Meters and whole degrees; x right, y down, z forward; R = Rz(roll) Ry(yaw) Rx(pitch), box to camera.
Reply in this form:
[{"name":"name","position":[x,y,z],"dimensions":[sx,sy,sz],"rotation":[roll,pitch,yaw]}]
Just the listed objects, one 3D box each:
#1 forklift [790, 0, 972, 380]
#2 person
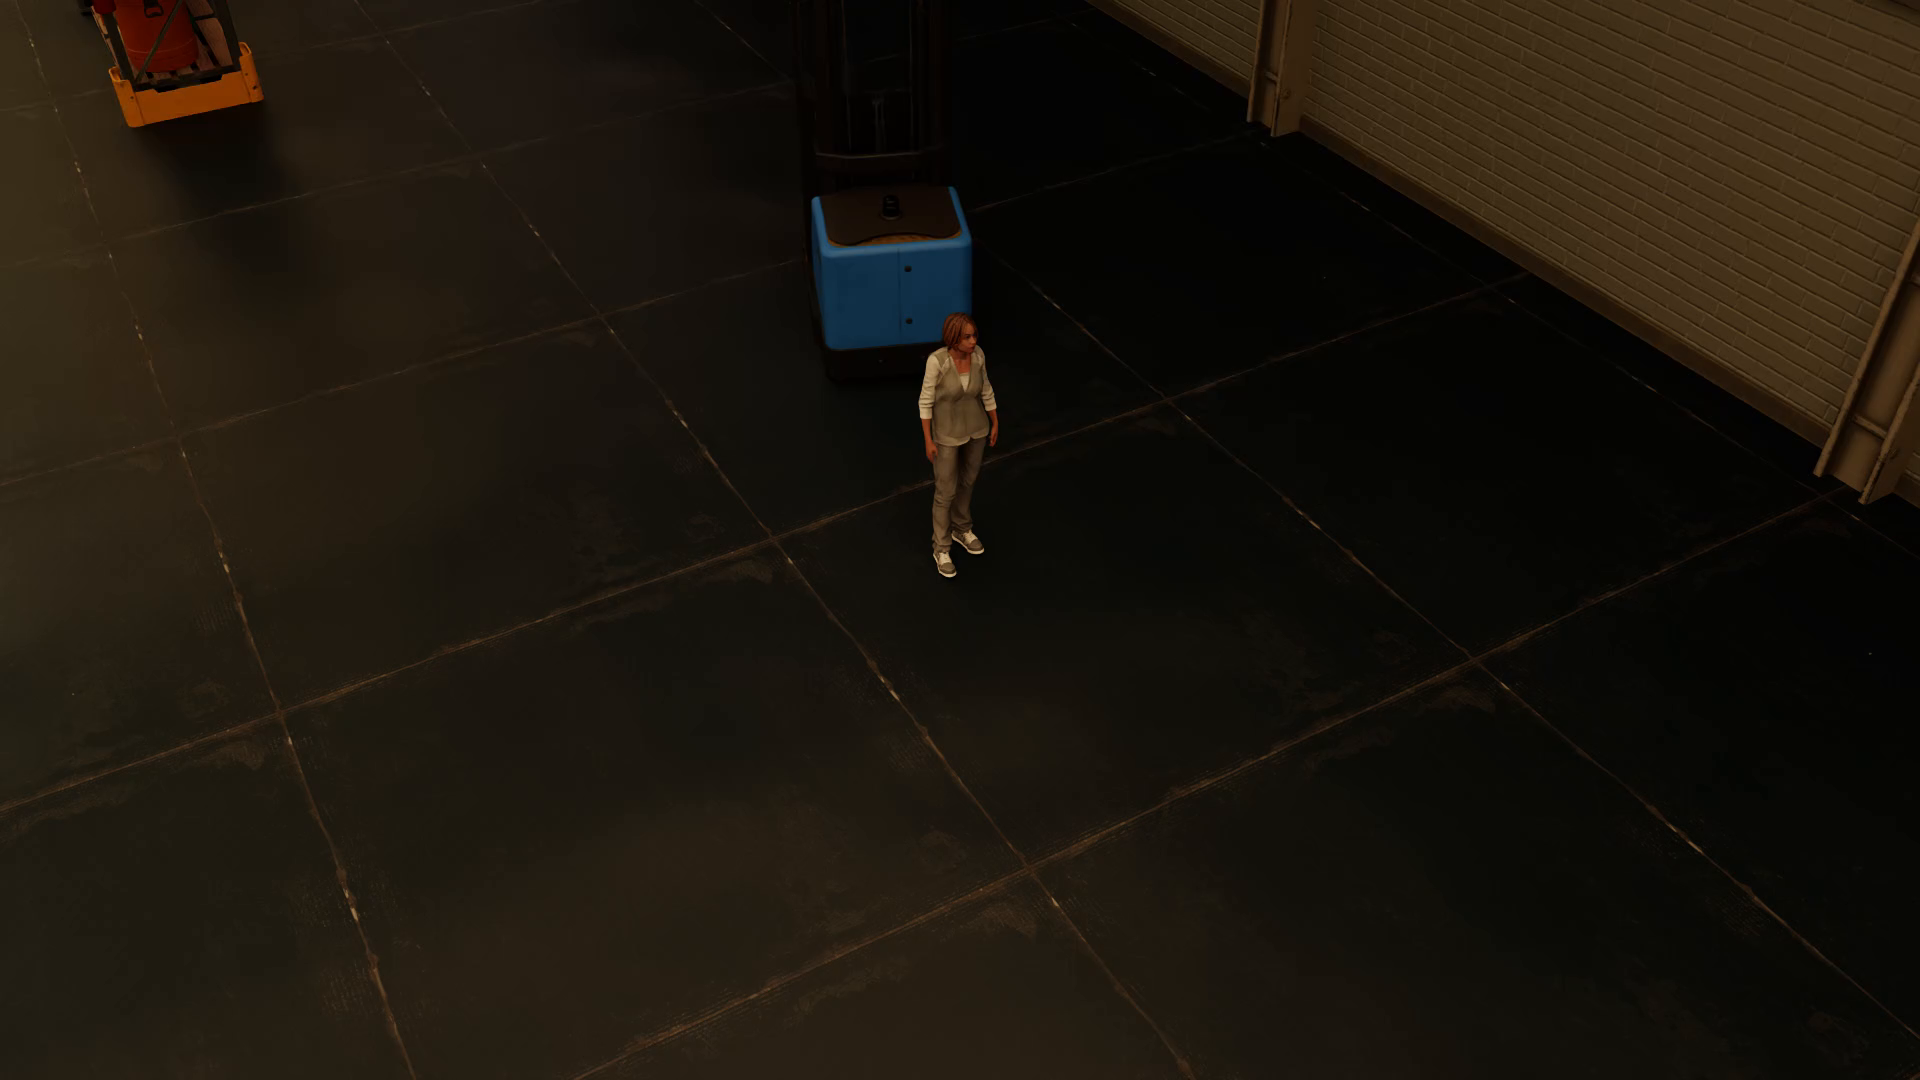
[{"name":"forklift","position":[-0.640,-3.184,11.875],"dimensions":[1.130,2.935,3.031],"rotation":[-6,40,-7]},{"name":"person","position":[0.025,-0.570,9.768],"dimensions":[0.521,1.582,0.475],"rotation":[-20,44,-23]}]
